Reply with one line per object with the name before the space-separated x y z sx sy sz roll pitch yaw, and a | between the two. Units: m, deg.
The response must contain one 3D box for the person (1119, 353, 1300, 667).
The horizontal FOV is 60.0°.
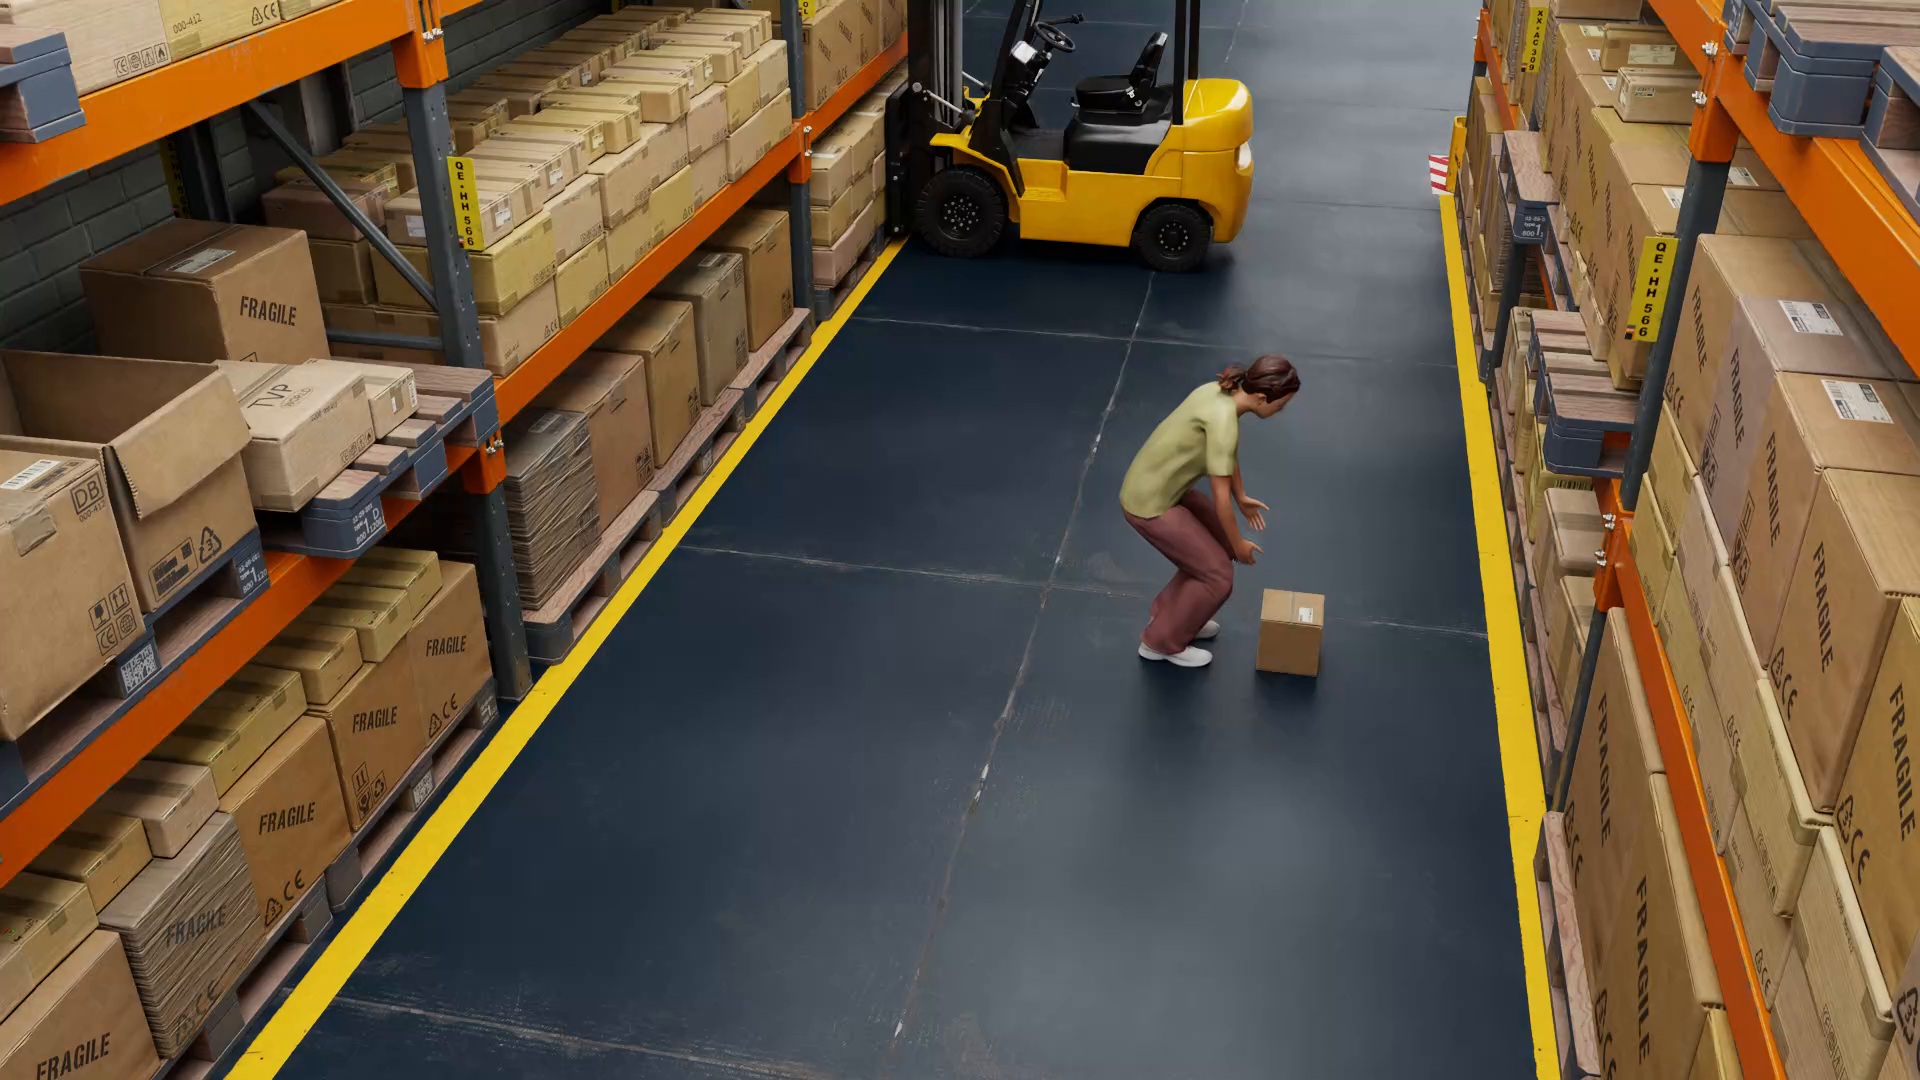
person | 0.988 -0.146 6.750 0.668 1.333 0.511 6 29 11
